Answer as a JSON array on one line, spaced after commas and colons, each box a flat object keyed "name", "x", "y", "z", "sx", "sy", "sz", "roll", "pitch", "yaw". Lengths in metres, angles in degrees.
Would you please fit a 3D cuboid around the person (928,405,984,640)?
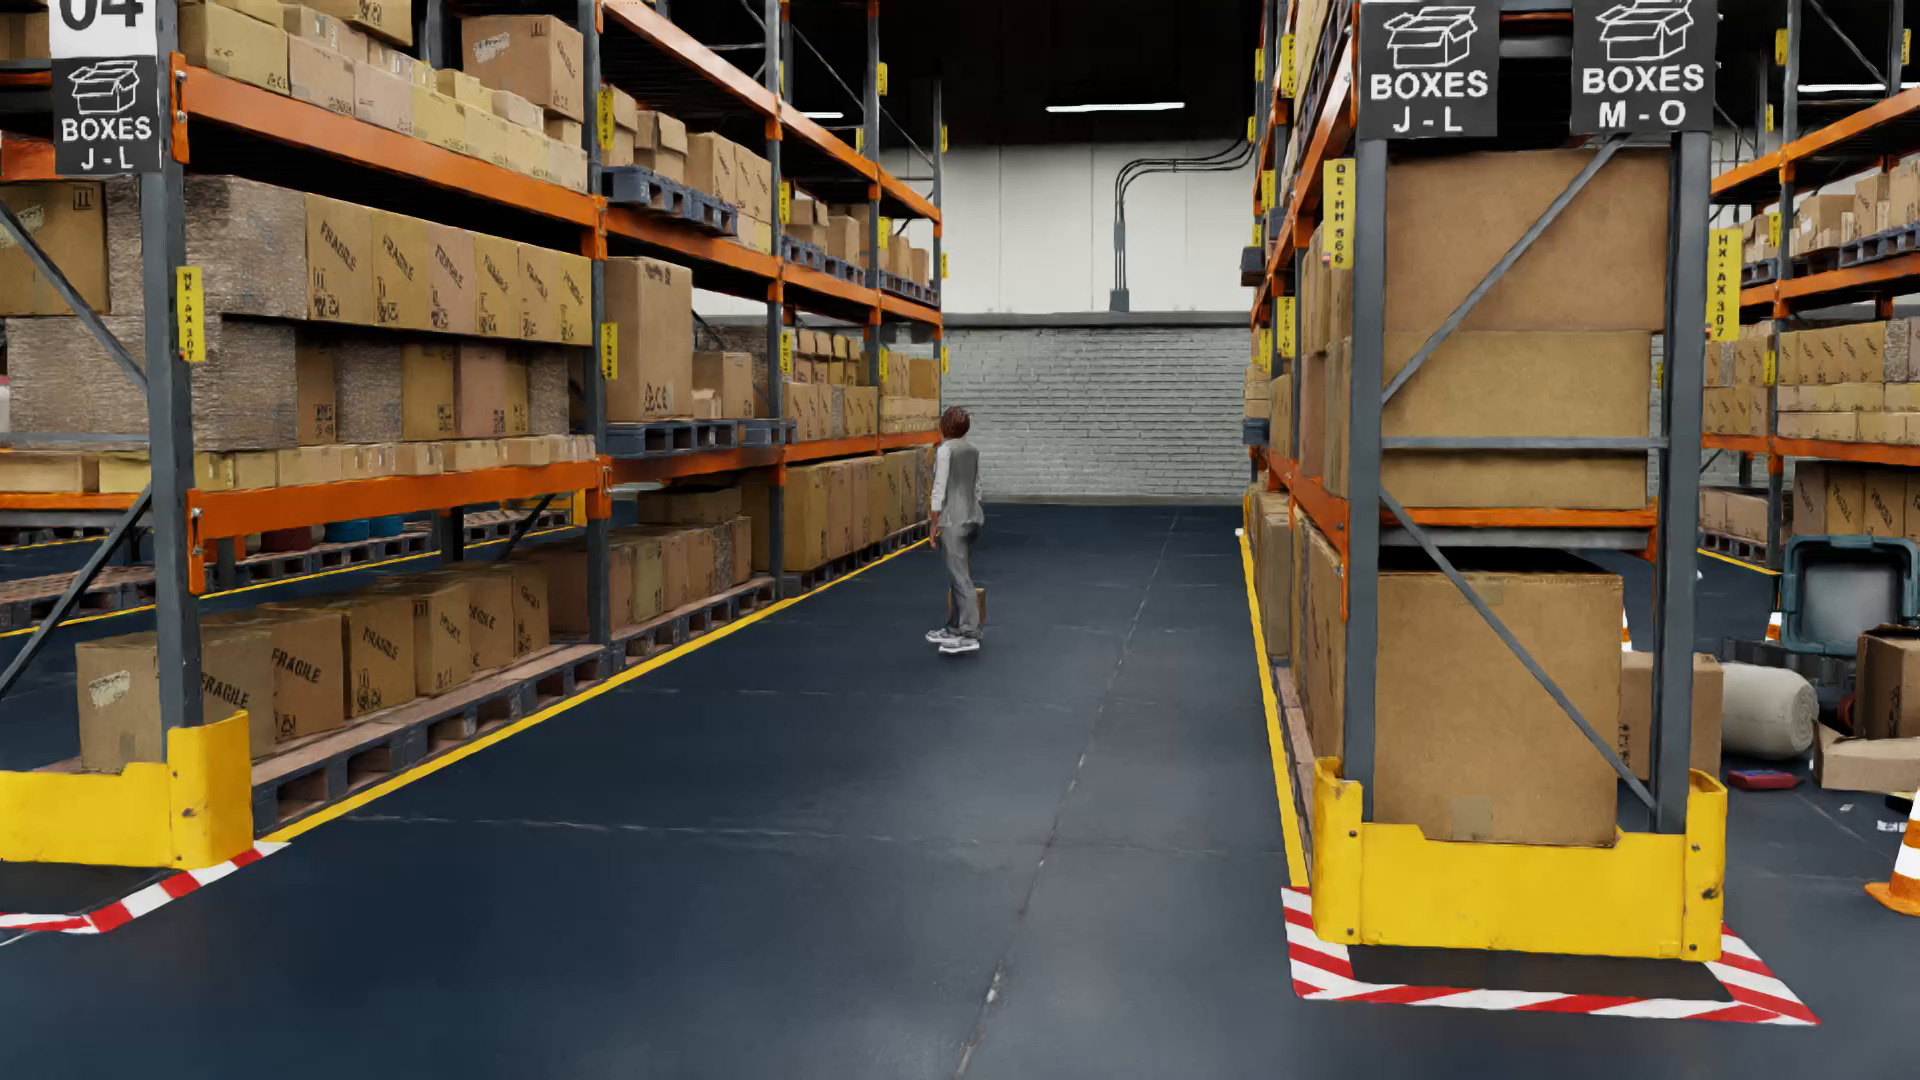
[{"name": "person", "x": 0.019, "y": -0.067, "z": 10.884, "sx": 0.393, "sy": 1.421, "sz": 0.507, "roll": 3, "pitch": 5, "yaw": 30}]
